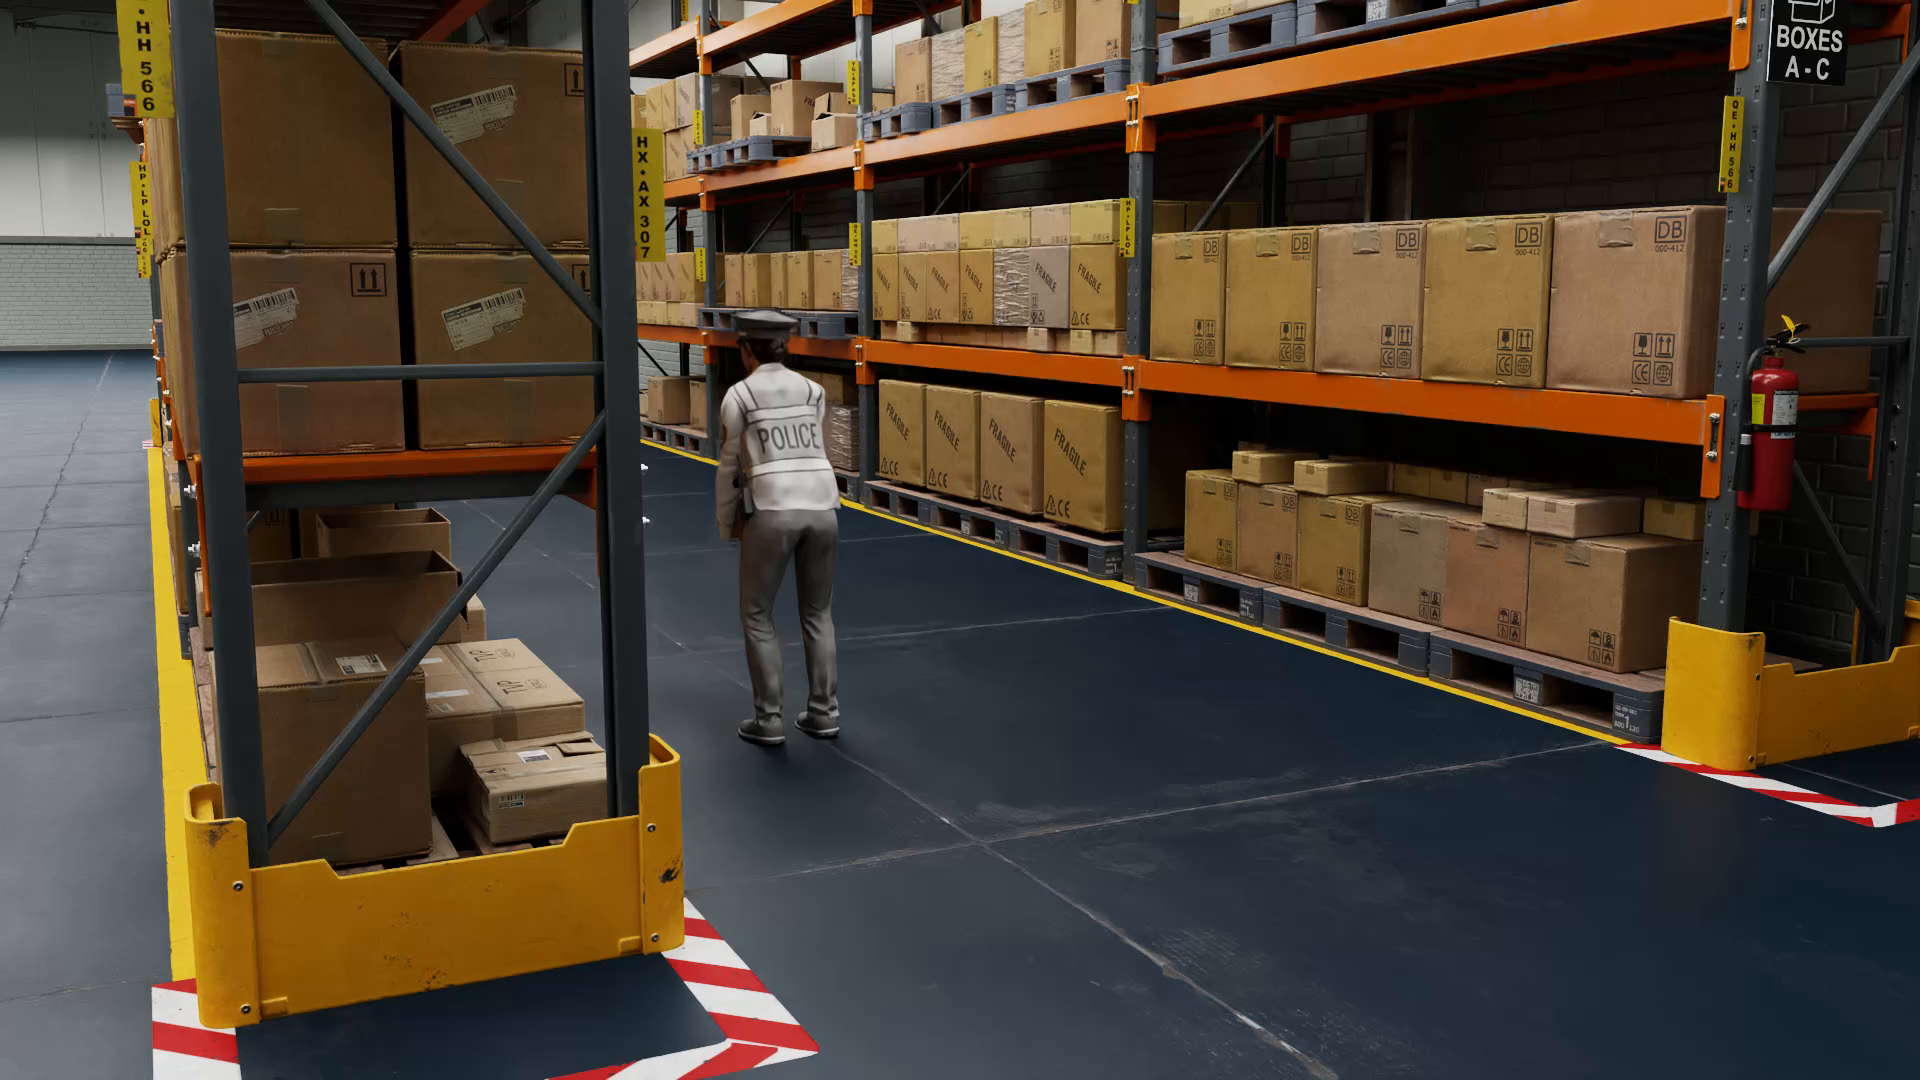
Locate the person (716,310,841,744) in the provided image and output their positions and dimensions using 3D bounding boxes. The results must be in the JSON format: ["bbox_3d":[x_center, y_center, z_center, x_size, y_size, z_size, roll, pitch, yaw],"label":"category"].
[{"bbox_3d":[-0.705,-0.056,6.353,0.414,1.631,0.562,-5,10,-29],"label":"person"}]
